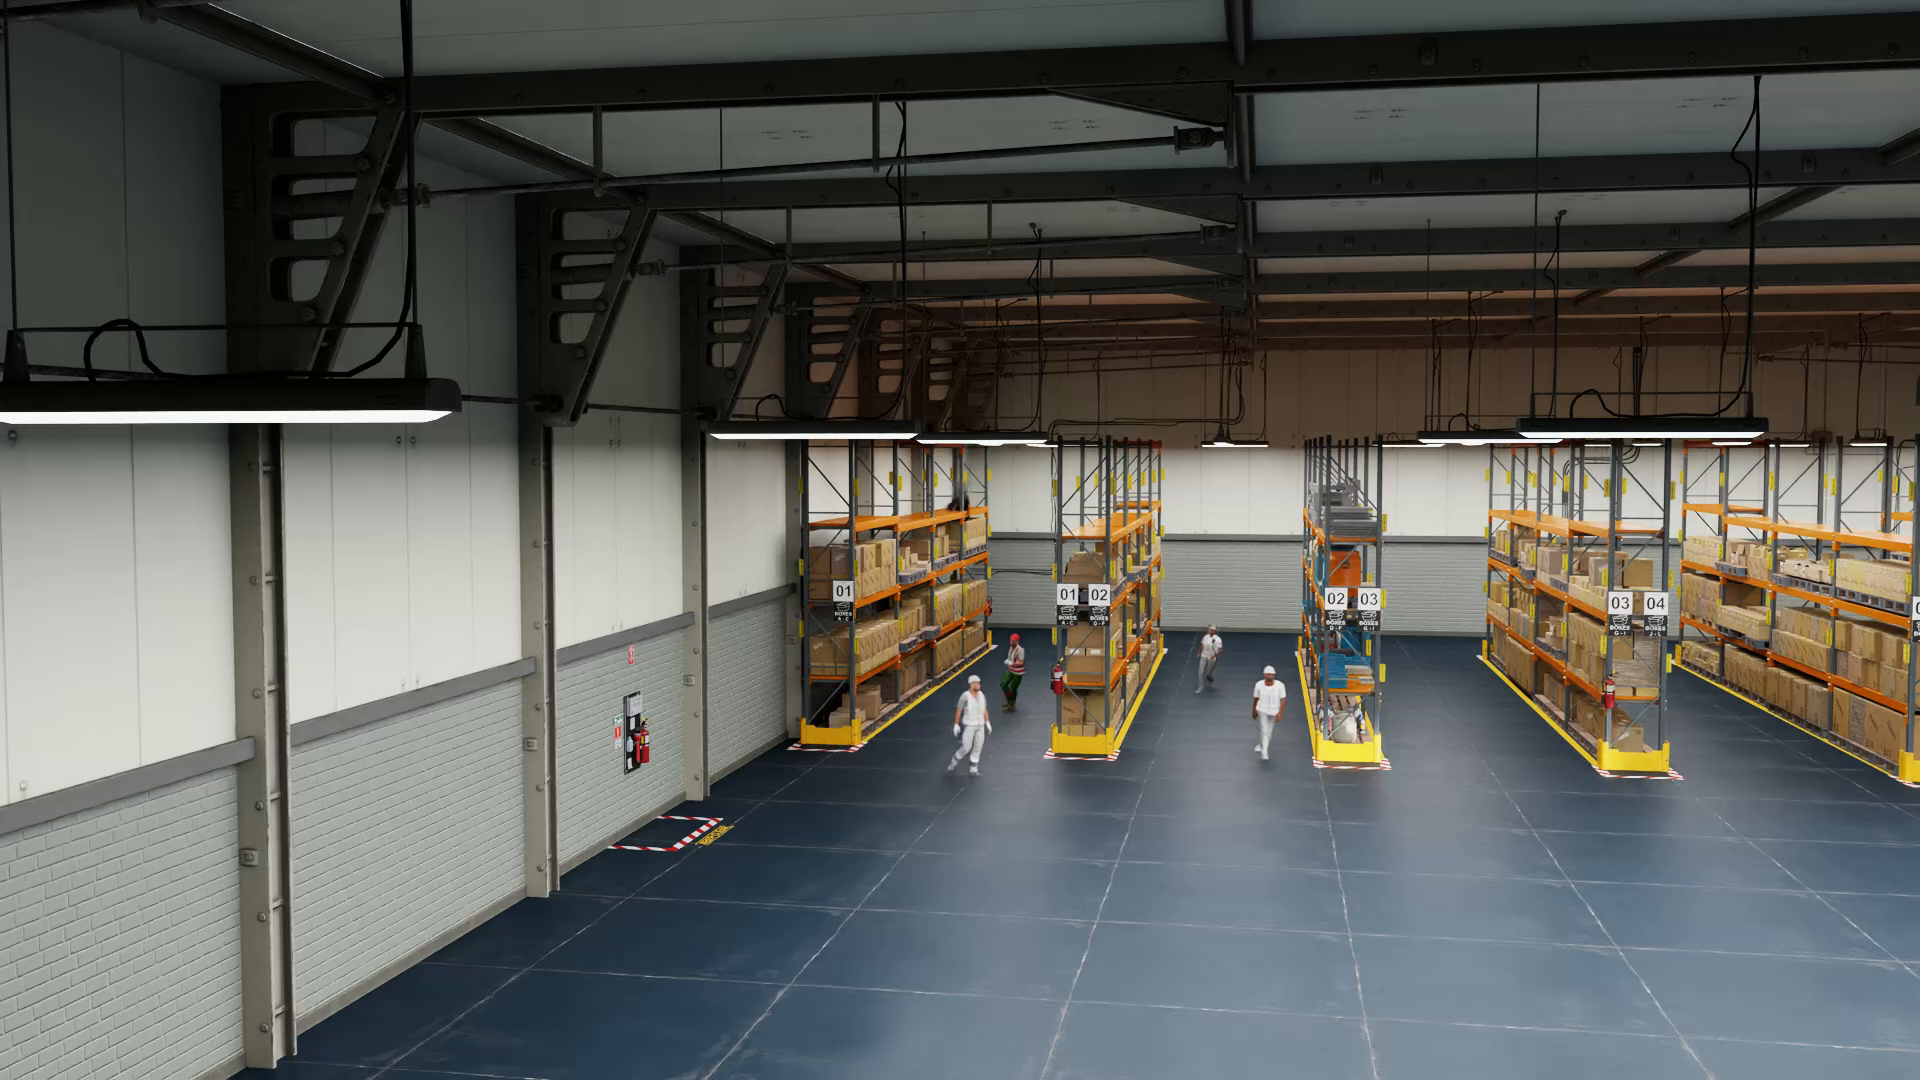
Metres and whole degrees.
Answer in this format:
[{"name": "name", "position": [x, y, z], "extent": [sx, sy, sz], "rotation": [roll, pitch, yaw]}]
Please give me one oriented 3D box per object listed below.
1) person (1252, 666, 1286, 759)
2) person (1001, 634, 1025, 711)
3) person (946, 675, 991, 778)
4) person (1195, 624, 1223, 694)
[{"name": "person", "position": [5.739, 3.179, 30.893], "extent": [0.599, 1.711, 0.901], "rotation": [0, 3, 7]}, {"name": "person", "position": [1.159, 2.877, 36.424], "extent": [0.810, 1.686, 0.724], "rotation": [2, 4, 39]}, {"name": "person", "position": [0.143, 3.252, 29.099], "extent": [0.709, 1.783, 0.575], "rotation": [-2, 4, -36]}, {"name": "person", "position": [5.897, 2.786, 39.202], "extent": [0.626, 1.641, 0.748], "rotation": [2, 3, 28]}]
